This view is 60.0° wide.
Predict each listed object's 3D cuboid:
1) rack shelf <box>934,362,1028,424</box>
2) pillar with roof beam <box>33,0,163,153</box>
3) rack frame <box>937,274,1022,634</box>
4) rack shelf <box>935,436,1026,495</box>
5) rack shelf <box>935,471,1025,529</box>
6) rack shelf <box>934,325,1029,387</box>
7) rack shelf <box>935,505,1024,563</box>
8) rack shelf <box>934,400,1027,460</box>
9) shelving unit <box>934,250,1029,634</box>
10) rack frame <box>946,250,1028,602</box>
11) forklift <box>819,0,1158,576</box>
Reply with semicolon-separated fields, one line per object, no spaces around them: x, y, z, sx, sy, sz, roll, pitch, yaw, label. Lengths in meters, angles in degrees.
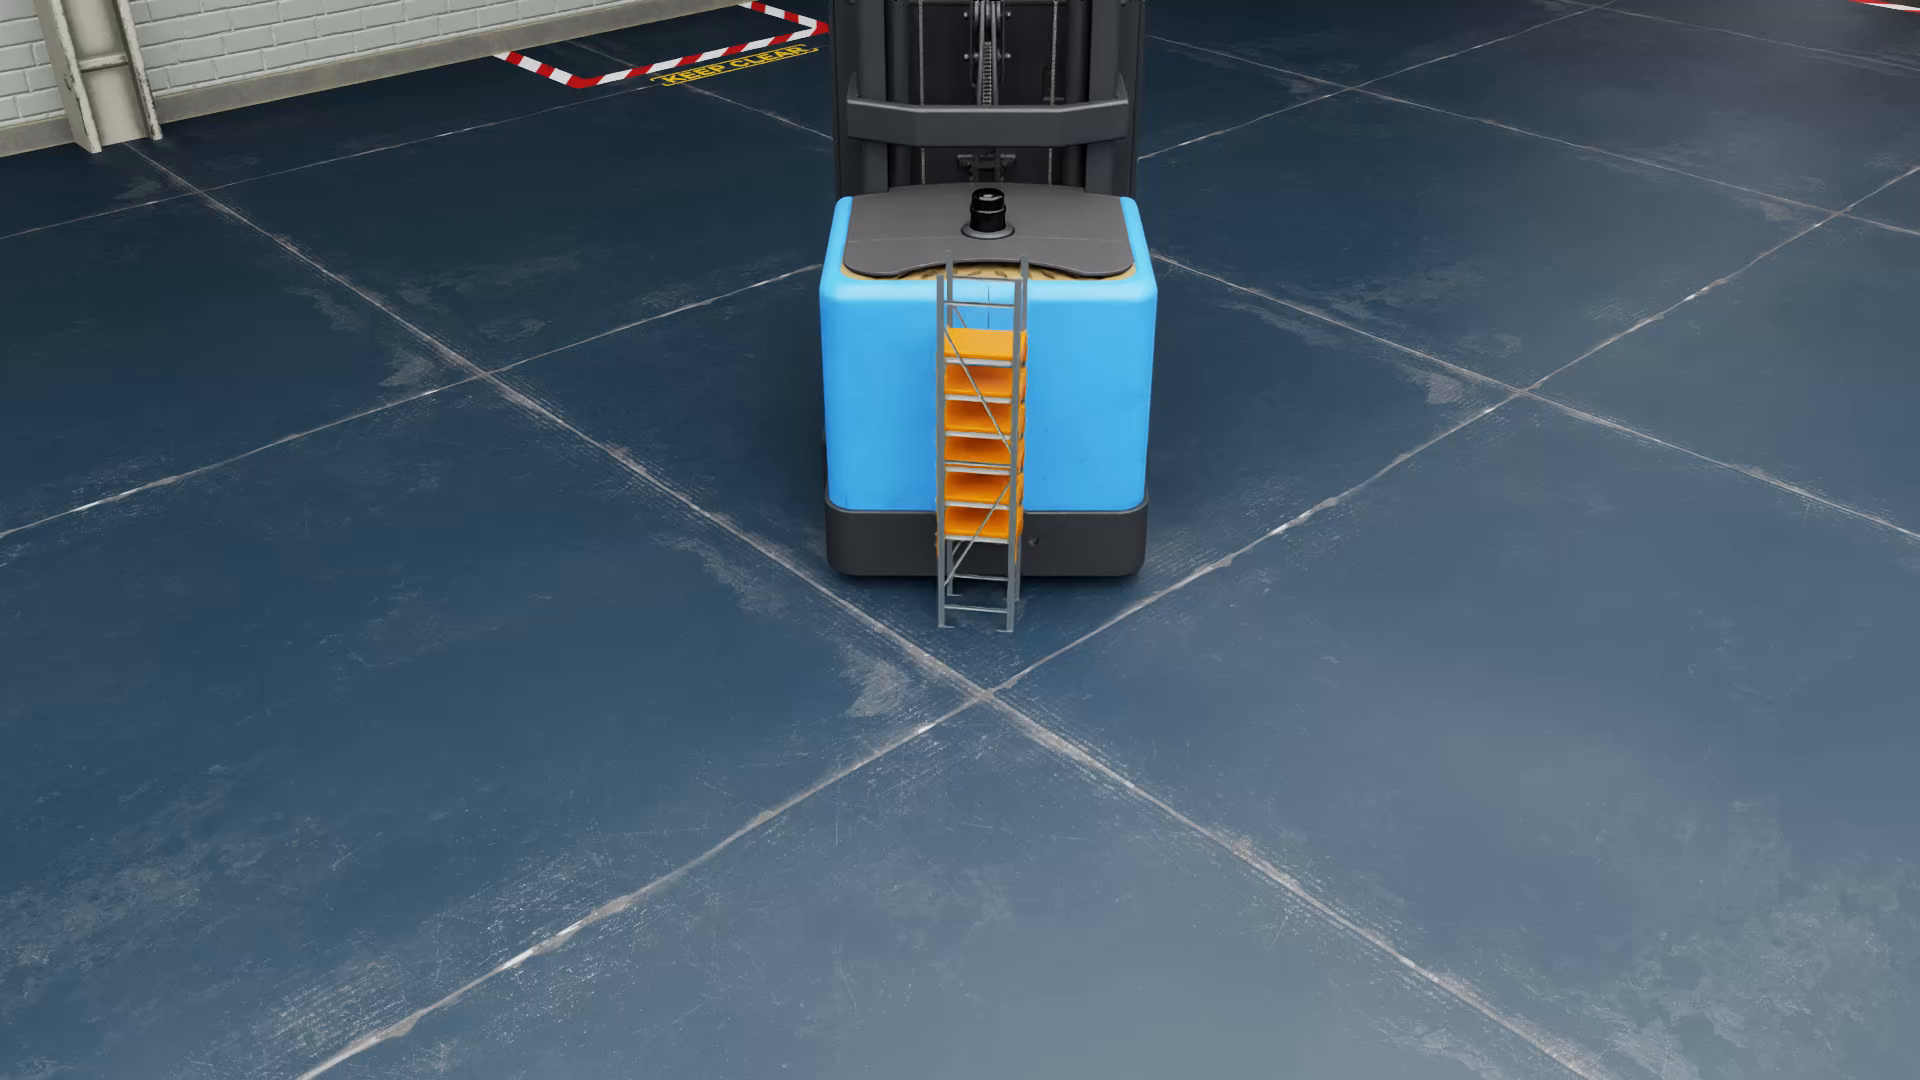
0.064;-0.439;4.941;0.258;0.103;0.180;4;32;7;rack shelf
-1.876;-4.479;4.449;0.400;9.000;9.100;-26;40;-35;pillar with roof beam
0.051;-0.225;4.966;0.240;1.200;0.006;4;32;7;rack frame
0.064;-0.234;5.067;0.258;0.103;0.180;4;32;7;rack shelf
0.063;-0.132;5.129;0.258;0.103;0.180;4;32;7;rack shelf
0.065;-0.541;4.879;0.258;0.103;0.180;4;32;7;rack shelf
0.063;-0.029;5.192;0.258;0.103;0.180;4;32;7;rack shelf
0.064;-0.336;5.004;0.258;0.103;0.180;4;32;7;rack shelf
0.064;-0.272;5.044;0.258;1.200;0.189;4;32;7;shelving unit
0.076;-0.319;5.121;0.240;1.200;0.006;4;32;7;rack frame
0.093;-1.861;5.984;1.130;2.935;3.031;0;31;0;forklift
